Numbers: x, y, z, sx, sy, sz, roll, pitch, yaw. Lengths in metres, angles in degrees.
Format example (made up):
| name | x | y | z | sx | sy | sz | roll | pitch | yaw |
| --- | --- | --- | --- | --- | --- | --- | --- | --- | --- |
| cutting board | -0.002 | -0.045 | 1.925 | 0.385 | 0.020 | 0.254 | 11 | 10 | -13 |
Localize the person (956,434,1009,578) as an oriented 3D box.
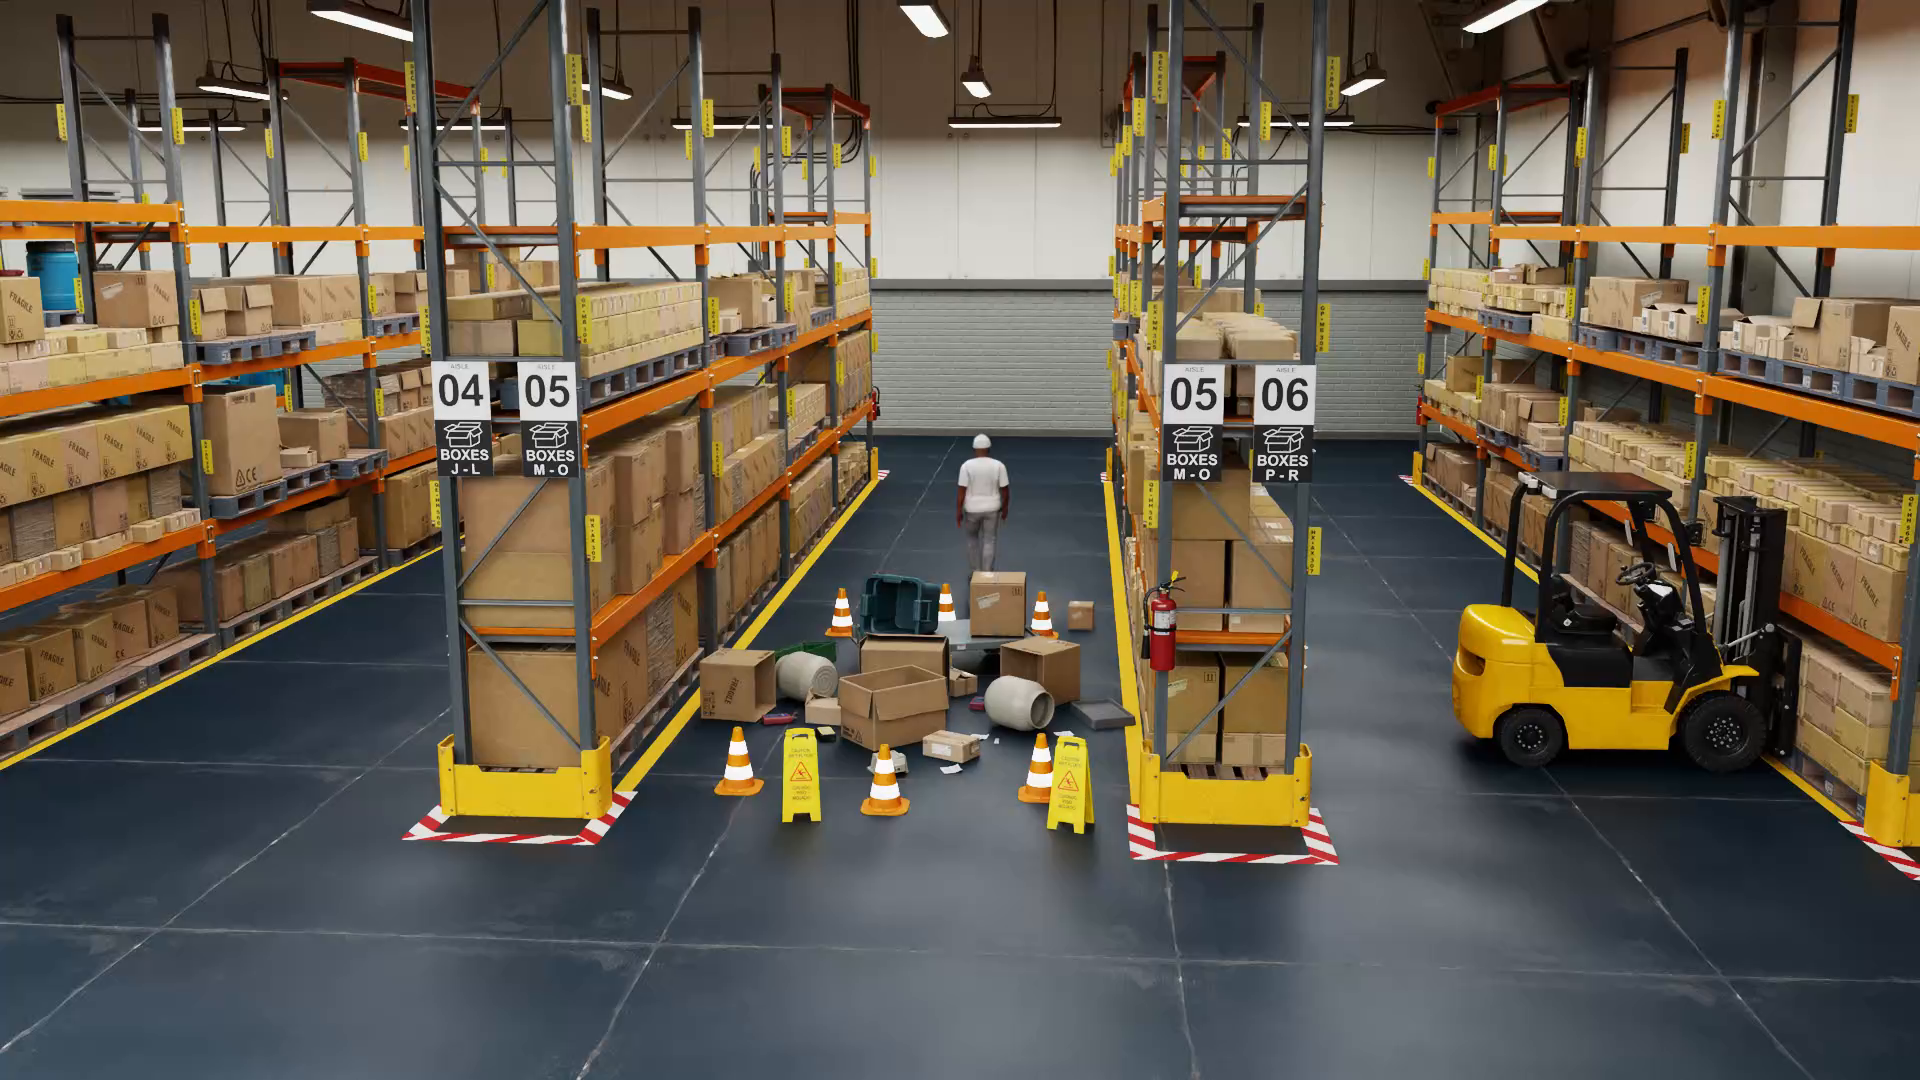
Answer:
| name | x | y | z | sx | sy | sz | roll | pitch | yaw |
| --- | --- | --- | --- | --- | --- | --- | --- | --- | --- |
| person | 0.265 | -0.354 | 19.219 | 0.606 | 1.773 | 0.826 | 0 | 11 | 2 |
